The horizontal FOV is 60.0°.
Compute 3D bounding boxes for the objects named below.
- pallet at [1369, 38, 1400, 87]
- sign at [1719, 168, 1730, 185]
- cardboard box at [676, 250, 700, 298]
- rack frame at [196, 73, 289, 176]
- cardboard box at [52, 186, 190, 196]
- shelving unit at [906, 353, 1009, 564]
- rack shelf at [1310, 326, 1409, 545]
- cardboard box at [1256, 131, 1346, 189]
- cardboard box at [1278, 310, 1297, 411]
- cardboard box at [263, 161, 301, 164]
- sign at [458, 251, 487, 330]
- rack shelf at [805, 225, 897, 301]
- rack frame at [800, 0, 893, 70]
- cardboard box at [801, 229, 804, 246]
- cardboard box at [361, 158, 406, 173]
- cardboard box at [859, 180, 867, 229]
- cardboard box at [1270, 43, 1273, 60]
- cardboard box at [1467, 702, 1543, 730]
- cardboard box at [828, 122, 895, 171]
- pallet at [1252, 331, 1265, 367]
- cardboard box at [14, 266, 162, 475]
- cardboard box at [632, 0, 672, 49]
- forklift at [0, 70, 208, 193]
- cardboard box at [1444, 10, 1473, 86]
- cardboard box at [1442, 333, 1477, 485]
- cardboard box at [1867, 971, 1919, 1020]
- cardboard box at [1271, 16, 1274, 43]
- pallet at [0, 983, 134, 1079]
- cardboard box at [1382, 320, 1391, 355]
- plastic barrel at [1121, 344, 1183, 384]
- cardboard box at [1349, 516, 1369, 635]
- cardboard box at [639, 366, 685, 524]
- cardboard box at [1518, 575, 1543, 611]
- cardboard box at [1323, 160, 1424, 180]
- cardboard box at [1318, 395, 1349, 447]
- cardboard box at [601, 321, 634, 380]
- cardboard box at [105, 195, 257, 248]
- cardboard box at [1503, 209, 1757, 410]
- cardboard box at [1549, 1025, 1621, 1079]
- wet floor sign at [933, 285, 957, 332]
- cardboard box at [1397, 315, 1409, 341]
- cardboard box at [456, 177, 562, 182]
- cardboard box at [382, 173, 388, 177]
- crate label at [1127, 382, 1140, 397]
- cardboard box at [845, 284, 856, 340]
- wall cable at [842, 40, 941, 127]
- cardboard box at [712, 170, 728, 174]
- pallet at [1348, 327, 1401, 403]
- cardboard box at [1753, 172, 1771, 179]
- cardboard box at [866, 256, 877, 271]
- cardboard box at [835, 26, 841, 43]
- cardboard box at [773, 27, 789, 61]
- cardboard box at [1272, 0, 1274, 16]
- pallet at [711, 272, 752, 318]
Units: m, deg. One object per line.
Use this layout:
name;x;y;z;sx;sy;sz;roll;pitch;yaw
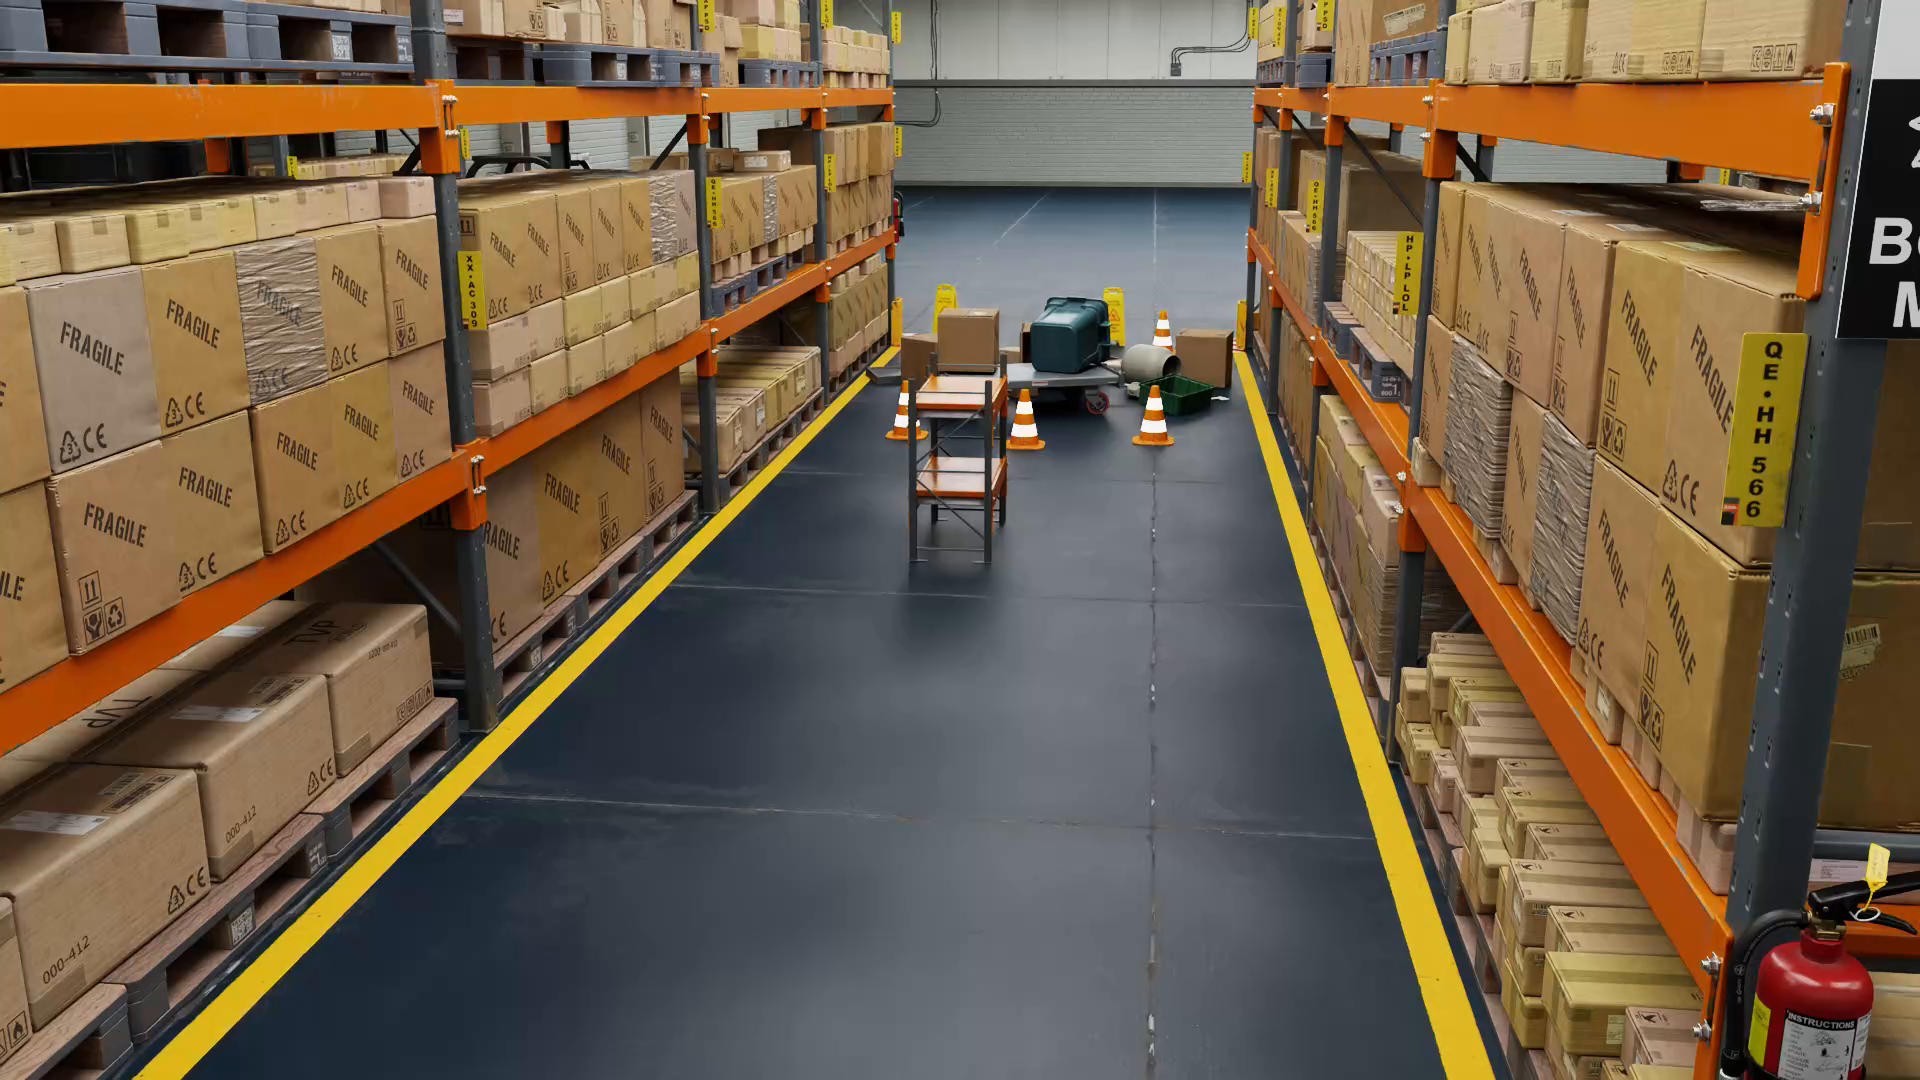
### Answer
pallet;2.623;-2.268;7.918;1.213;0.211;1.003;2;15;6
sign;8.065;-3.859;17.528;0.100;0.325;0.005;2;15;6
cardboard box;-1.947;-1.678;10.450;0.500;0.250;0.500;2;15;6
rack frame;-6.626;-2.825;15.362;1.000;3.000;0.127;2;15;6
cardboard box;-2.979;-1.177;5.920;0.380;0.149;0.250;2;15;6
shelving unit;-0.001;-0.541;10.509;0.538;1.125;1.048;2;15;6
rack shelf;2.559;-0.656;8.721;1.077;0.370;4.000;2;15;6
cardboard box;3.439;-3.809;16.647;0.875;0.550;0.550;2;15;6
cardboard box;3.256;-1.513;14.016;1.050;0.750;0.750;2;15;6
cardboard box;-6.789;-3.688;16.549;0.380;0.149;0.250;1;15;5
sign;-2.045;-1.045;6.969;0.100;0.325;0.005;2;15;6
rack shelf;-1.468;-2.851;16.837;1.077;0.370;4.000;2;15;6
rack frame;-1.242;-6.613;17.878;1.000;3.000;0.127;2;15;6
cardboard box;-1.525;-2.551;14.028;0.380;0.149;0.250;1;15;5
cardboard box;-6.050;-3.934;17.460;0.380;0.149;0.250;2;15;7
cardboard box;-1.227;-3.370;16.616;0.500;0.500;0.500;2;15;7
cardboard box;3.102;-4.572;15.562;0.380;0.149;0.250;2;15;6
cardboard box;2.013;0.690;5.883;0.380;0.149;0.250;1;15;5
cardboard box;-1.083;-4.253;17.965;0.700;0.500;0.500;1;15;5
pallet;3.675;-2.042;17.808;1.003;0.211;1.213;2;15;6
cardboard box;-2.609;-0.482;4.592;0.500;0.500;0.500;2;15;6
cardboard box;-2.068;-3.079;9.559;0.700;0.500;0.500;1;15;3
forklift;-4.974;-1.310;9.890;1.130;2.935;3.031;-3;15;-12
cardboard box;2.019;-1.748;5.922;0.500;0.250;0.500;2;15;9
cardboard box;1.979;-0.427;5.734;0.500;0.500;0.500;2;15;6
cardboard box;2.346;1.176;4.083;0.380;0.149;0.250;2;15;6
cardboard box;3.153;-4.726;15.368;0.500;0.250;0.500;2;15;6
pallet;-3.035;1.569;4.454;1.003;0.211;1.213;2;15;6
cardboard box;2.326;-1.013;8.340;0.380;0.149;0.250;2;15;9
plastic barrel;1.840;-1.656;15.974;0.421;0.421;0.512;-14;20;-42
cardboard box;2.225;0.186;8.210;0.500;0.500;0.500;1;15;5
cardboard box;-2.305;-0.642;10.557;0.875;0.875;0.875;2;15;6
cardboard box;1.892;0.114;4.975;0.380;0.149;0.250;2;15;8
cardboard box;2.957;-2.434;11.809;0.700;0.500;0.500;1;15;5
cardboard box;2.467;-0.709;10.084;0.500;0.250;0.500;1;15;4
cardboard box;-2.088;-1.035;9.029;0.500;0.250;0.500;1;15;5
cardboard box;-2.522;-1.030;5.374;0.380;0.149;0.250;1;15;5
cardboard box;1.850;-0.652;4.650;0.500;0.500;0.500;1;15;4
cardboard box;1.715;1.302;4.187;0.380;0.149;0.250;1;15;4
wet floor sign;-0.158;-2.598;19.035;0.267;0.644;0.232;7;17;25
cardboard box;2.268;-1.023;7.805;0.380;0.149;0.250;1;15;4
cardboard box;-2.564;-1.790;9.427;0.500;0.500;0.500;2;15;8
cardboard box;-6.173;-3.730;17.275;0.380;0.149;0.250;2;15;6
crate label;1.720;-1.399;15.572;0.298;0.136;0.250;-10;18;-32
cardboard box;-1.310;-2.201;16.082;0.500;0.500;0.500;2;15;9
wall cable;-2.117;-13.611;49.708;3.097;2.526;0.112;2;15;6
cardboard box;-2.157;-2.703;13.346;0.500;0.500;0.500;2;15;6
pallet;2.602;-0.915;8.668;1.003;0.211;1.213;2;15;6
cardboard box;8.208;-3.835;16.423;0.500;0.500;0.500;2;15;6
cardboard box;-1.080;-2.890;17.386;0.380;0.149;0.250;2;15;7
cardboard box;-1.294;-4.600;15.133;0.380;0.149;0.250;1;15;4
cardboard box;-1.678;-3.971;13.337;0.500;0.250;0.500;2;15;7
cardboard box;3.104;-4.954;15.448;0.380;0.149;0.250;2;15;6
pallet;-2.170;-1.737;11.708;1.213;0.211;1.003;2;15;6
